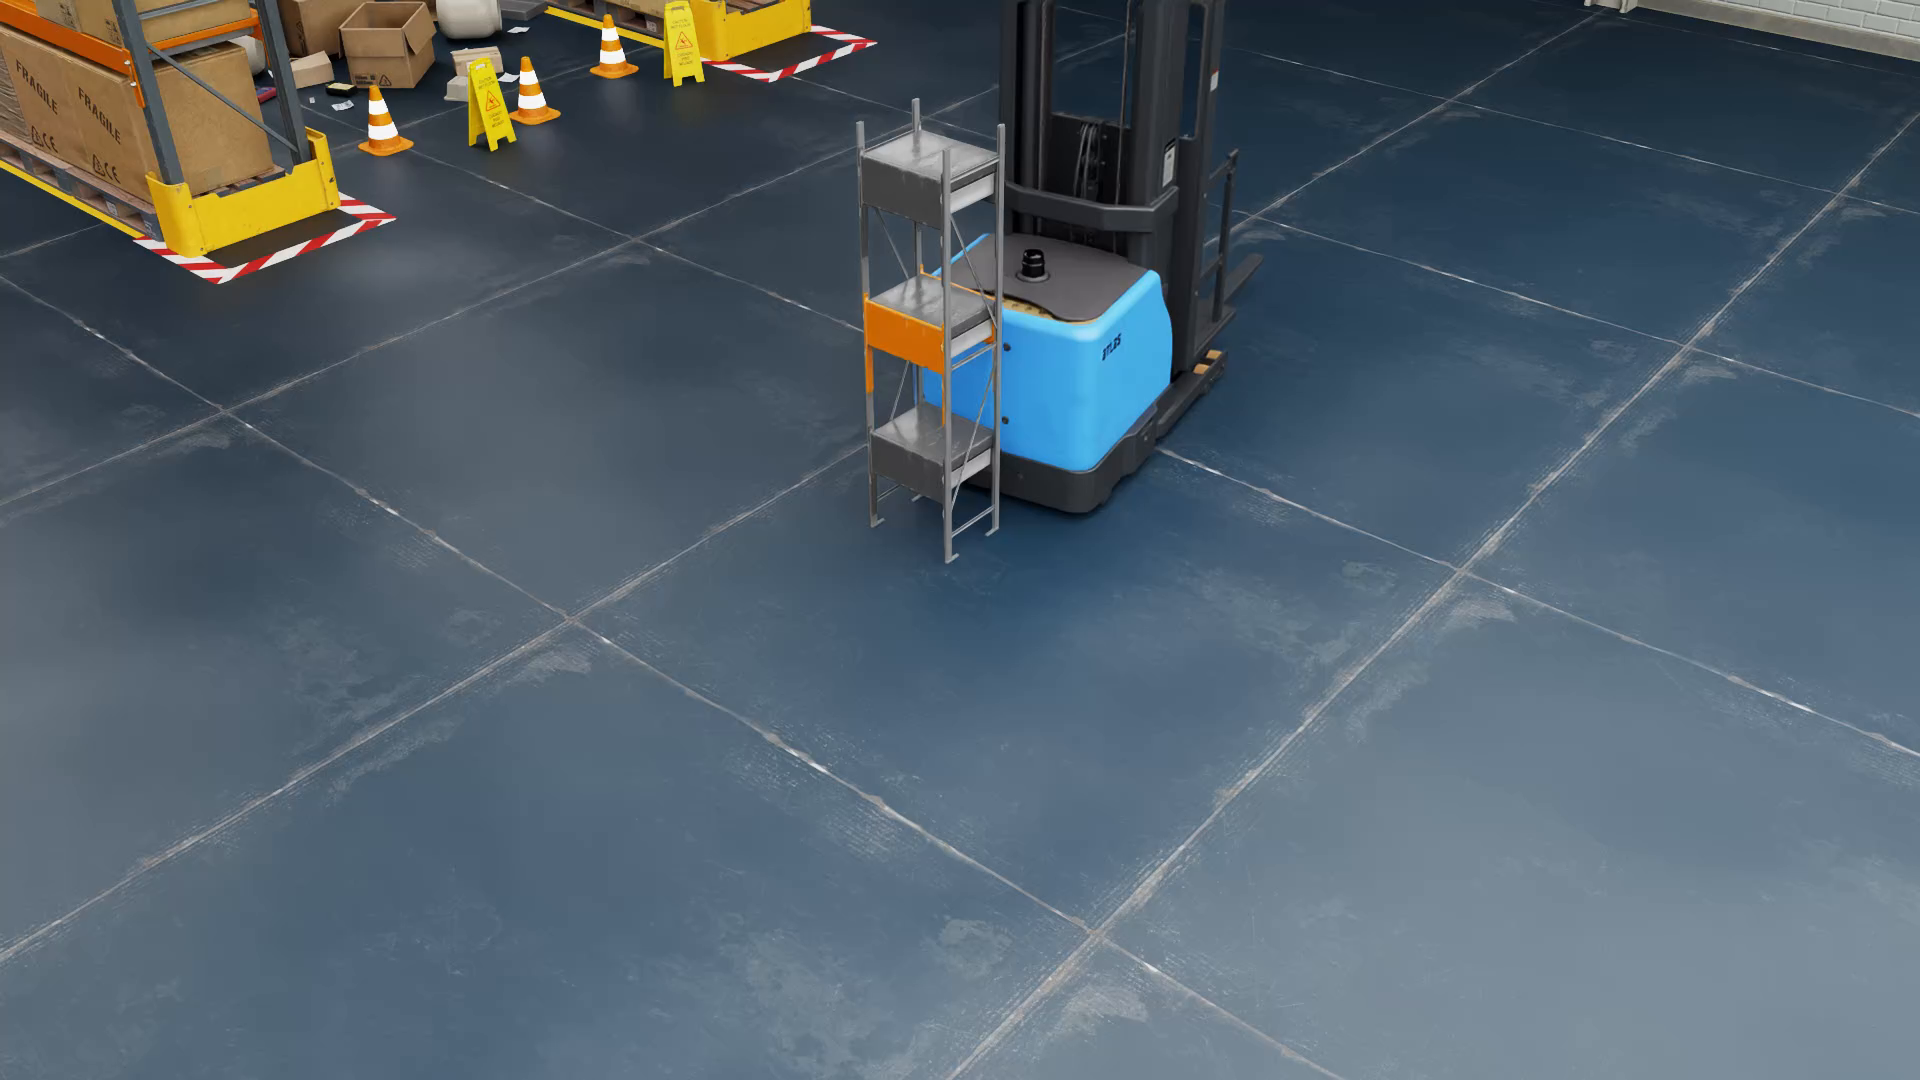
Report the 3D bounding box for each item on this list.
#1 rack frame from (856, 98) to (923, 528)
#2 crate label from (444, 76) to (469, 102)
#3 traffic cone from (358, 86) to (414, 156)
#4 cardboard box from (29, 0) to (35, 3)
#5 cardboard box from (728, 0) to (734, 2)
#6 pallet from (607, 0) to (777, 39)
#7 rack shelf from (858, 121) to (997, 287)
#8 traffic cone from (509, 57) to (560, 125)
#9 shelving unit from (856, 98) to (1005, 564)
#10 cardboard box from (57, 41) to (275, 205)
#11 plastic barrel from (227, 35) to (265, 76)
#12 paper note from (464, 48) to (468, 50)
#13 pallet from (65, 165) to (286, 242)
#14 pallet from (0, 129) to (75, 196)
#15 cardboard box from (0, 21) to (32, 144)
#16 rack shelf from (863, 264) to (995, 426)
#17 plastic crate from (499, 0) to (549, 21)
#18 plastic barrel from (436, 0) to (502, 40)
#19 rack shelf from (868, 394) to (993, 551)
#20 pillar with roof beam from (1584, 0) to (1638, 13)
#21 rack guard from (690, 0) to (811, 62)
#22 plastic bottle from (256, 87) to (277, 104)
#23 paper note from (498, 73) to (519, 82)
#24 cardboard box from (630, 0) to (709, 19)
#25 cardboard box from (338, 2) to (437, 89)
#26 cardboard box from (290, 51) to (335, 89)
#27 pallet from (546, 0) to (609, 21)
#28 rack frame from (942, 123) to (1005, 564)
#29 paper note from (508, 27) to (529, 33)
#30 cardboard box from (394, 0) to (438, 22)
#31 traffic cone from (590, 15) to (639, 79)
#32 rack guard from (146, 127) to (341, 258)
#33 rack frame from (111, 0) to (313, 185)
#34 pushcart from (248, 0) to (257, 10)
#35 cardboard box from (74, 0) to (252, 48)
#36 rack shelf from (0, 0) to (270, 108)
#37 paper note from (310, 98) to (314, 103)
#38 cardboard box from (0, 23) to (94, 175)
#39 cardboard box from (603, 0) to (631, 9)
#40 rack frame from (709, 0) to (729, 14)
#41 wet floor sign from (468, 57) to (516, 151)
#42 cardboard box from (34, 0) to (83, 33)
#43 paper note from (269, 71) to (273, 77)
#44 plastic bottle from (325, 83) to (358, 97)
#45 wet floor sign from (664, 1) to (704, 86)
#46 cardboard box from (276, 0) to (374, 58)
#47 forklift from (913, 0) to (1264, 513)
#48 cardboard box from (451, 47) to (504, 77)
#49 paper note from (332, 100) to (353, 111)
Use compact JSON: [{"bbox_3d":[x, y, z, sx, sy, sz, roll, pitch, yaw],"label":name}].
[{"bbox_3d":[-0.315,-1.014,7.872,0.015,2.100,0.400,25,42,32],"label":"rack frame"},{"bbox_3d":[-4.003,-3.662,13.461,0.298,0.136,0.250,6,35,8],"label":"crate label"},{"bbox_3d":[-4.343,-3.170,12.457,0.334,0.463,0.336,25,42,32],"label":"traffic cone"},{"bbox_3d":[-5.944,-4.029,11.335,0.550,0.550,0.875,25,42,32],"label":"cardboard box"},{"bbox_3d":[-2.197,-5.048,15.009,0.500,0.250,0.500,25,42,31],"label":"cardboard box"},{"bbox_3d":[-2.414,-4.783,15.029,1.213,0.211,1.003,25,42,32],"label":"pallet"},{"bbox_3d":[-0.127,-1.491,7.354,0.480,0.518,0.431,25,42,32],"label":"rack shelf"},{"bbox_3d":[-3.359,-3.538,12.994,0.334,0.463,0.336,25,42,32],"label":"traffic cone"},{"bbox_3d":[-0.127,-0.926,7.743,0.503,2.100,0.431,25,42,32],"label":"shelving unit"},{"bbox_3d":[-5.407,-2.920,11.358,0.875,0.875,0.875,26,42,32],"label":"cardboard box"},{"bbox_3d":[-6.064,-4.049,13.772,0.512,0.421,0.421,-6,35,-8],"label":"plastic barrel"},{"bbox_3d":[-4.311,-4.216,14.373,0.148,0.019,0.142,-18,38,-25],"label":"paper note"},{"bbox_3d":[-5.508,-2.512,11.721,1.213,0.211,1.003,25,42,32],"label":"pallet"},{"bbox_3d":[-6.442,-2.954,12.364,1.213,0.211,1.003,25,42,32],"label":"pallet"},{"bbox_3d":[-6.784,-3.568,12.302,0.875,0.875,0.875,26,42,32],"label":"cardboard box"},{"bbox_3d":[-0.127,-0.914,7.751,0.480,0.518,0.431,25,42,32],"label":"rack shelf"},{"bbox_3d":[-4.146,-4.916,15.337,0.583,0.080,0.402,12,36,16],"label":"plastic crate"},{"bbox_3d":[-4.310,-4.623,14.608,0.512,0.421,0.421,-6,35,-8],"label":"plastic barrel"},{"bbox_3d":[-0.127,-0.337,8.147,0.480,0.518,0.431,25,42,32],"label":"rack shelf"},{"bbox_3d":[3.317,-6.828,10.243,0.400,9.000,9.100,25,42,32],"label":"pillar with roof beam"},{"bbox_3d":[-1.813,-4.593,14.496,0.348,0.500,1.175,25,42,32],"label":"rack guard"},{"bbox_3d":[-5.623,-3.610,13.453,0.133,0.061,0.283,12,36,16],"label":"plastic bottle"},{"bbox_3d":[-3.754,-3.848,13.826,0.142,0.019,0.148,12,36,16],"label":"paper note"},{"bbox_3d":[-2.566,-4.820,14.676,0.500,0.250,0.500,25,42,32],"label":"cardboard box"},{"bbox_3d":[-4.724,-4.101,13.778,0.637,0.503,0.797,0,34,0],"label":"cardboard box"},{"bbox_3d":[-5.418,-3.906,13.703,0.396,0.266,0.258,-26,42,-32],"label":"cardboard box"},{"bbox_3d":[-3.348,-5.225,15.672,1.213,0.211,1.003,25,42,32],"label":"pallet"},{"bbox_3d":[0.060,-0.837,7.614,0.015,2.100,0.400,25,42,32],"label":"rack frame"},{"bbox_3d":[-3.948,-4.570,14.878,0.148,0.019,0.142,12,36,16],"label":"paper note"},{"bbox_3d":[-4.875,-5.035,15.138,0.500,0.500,0.500,-6,35,-8],"label":"cardboard box"},{"bbox_3d":[-2.910,-4.144,13.876,0.334,0.463,0.336,25,42,32],"label":"traffic cone"},{"bbox_3d":[-4.825,-2.366,11.254,0.348,0.500,1.175,25,42,32],"label":"rack guard"},{"bbox_3d":[-4.844,-3.405,10.559,0.127,3.000,1.000,25,42,32],"label":"rack frame"},{"bbox_3d":[-6.249,-4.953,15.130,0.936,0.377,1.648,12,36,16],"label":"pushcart"},{"bbox_3d":[-5.158,-3.582,10.684,0.550,0.550,0.875,25,42,32],"label":"cardboard box"},{"bbox_3d":[-6.381,-3.833,11.818,4.000,0.370,1.077,25,42,32],"label":"rack shelf"},{"bbox_3d":[-5.222,-3.545,13.403,0.032,0.001,0.123,-12,36,-17],"label":"paper note"},{"bbox_3d":[-6.085,-3.237,11.820,0.875,0.875,0.875,25,41,31],"label":"cardboard box"},{"bbox_3d":[-2.941,-5.002,14.942,0.500,0.250,0.500,25,42,32],"label":"cardboard box"},{"bbox_3d":[-1.754,-5.596,13.748,0.127,3.000,1.000,25,42,32],"label":"rack frame"},{"bbox_3d":[-3.554,-3.286,12.465,0.232,0.644,0.267,18,38,24],"label":"wet floor sign"},{"bbox_3d":[-5.594,-3.772,10.960,0.550,0.550,0.875,25,42,32],"label":"cardboard box"},{"bbox_3d":[-5.703,-3.931,13.955,0.172,0.023,0.155,-18,38,-25],"label":"paper note"},{"bbox_3d":[-5.062,-3.668,13.538,0.283,0.061,0.133,12,36,16],"label":"plastic bottle"},{"bbox_3d":[-2.293,-4.091,13.637,0.267,0.644,0.232,-18,38,-25],"label":"wet floor sign"},{"bbox_3d":[-5.448,-4.492,14.227,0.503,0.637,0.797,25,42,32],"label":"cardboard box"},{"bbox_3d":[0.894,-2.156,8.800,1.130,2.935,3.031,17,38,23],"label":"forklift"},{"bbox_3d":[-4.053,-4.016,13.967,0.380,0.149,0.250,-12,36,-17],"label":"cardboard box"},{"bbox_3d":[-4.930,-3.472,13.281,0.144,0.017,0.142,-18,38,-25],"label":"paper note"}]
